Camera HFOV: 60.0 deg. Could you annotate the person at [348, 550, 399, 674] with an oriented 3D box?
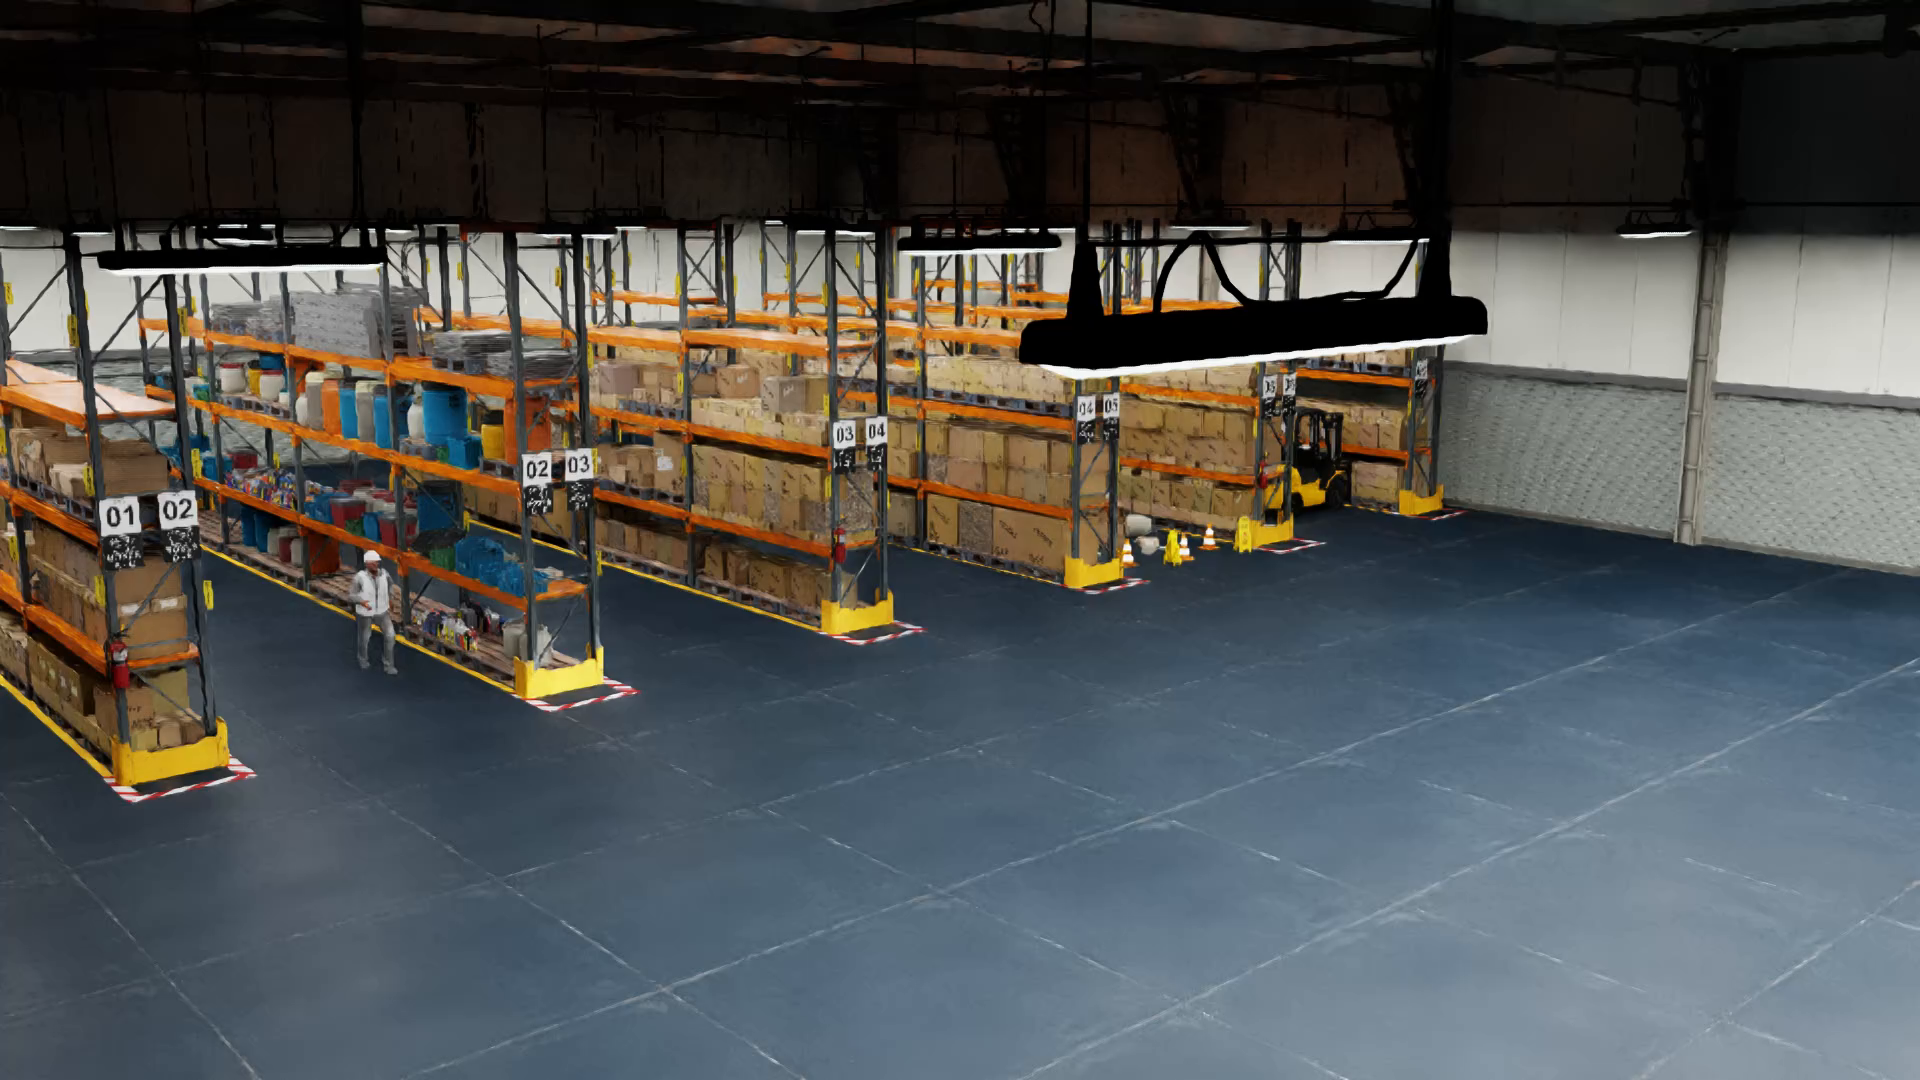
[{"bbox_3d":[-8.041,0.957,22.788,0.680,1.702,0.866,-8,14,-35],"label":"person"}]
